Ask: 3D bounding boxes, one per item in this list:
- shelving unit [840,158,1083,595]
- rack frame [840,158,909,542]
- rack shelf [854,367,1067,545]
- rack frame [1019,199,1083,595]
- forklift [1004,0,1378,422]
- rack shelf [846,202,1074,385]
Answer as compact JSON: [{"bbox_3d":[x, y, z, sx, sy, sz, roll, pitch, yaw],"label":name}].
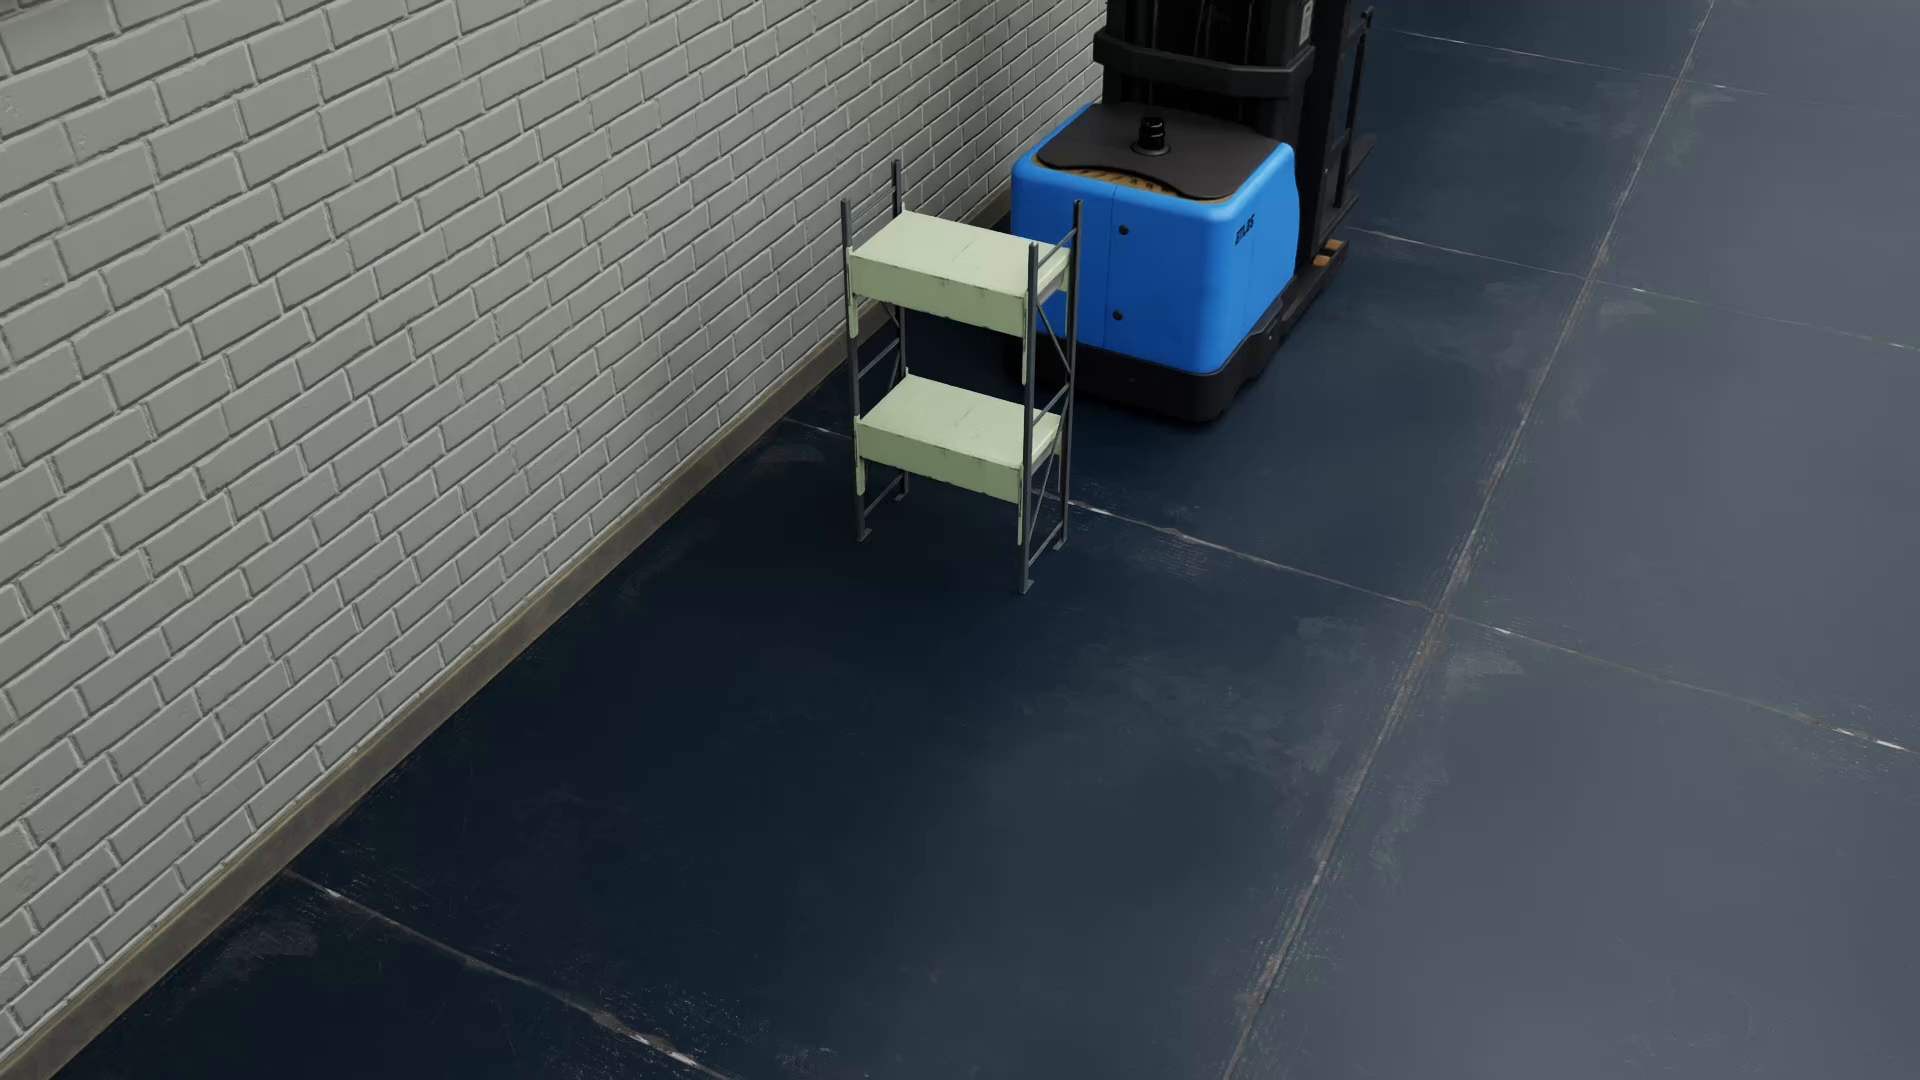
[{"bbox_3d":[0.006,-0.596,6.294,0.755,1.500,0.431,17,41,21],"label":"shelving unit"},{"bbox_3d":[-0.319,-0.697,6.428,0.023,1.500,0.400,17,41,21],"label":"rack frame"},{"bbox_3d":[0.006,-0.336,6.491,0.720,0.370,0.431,17,41,21],"label":"rack shelf"},{"bbox_3d":[0.331,-0.494,6.160,0.023,1.500,0.400,17,41,21],"label":"rack frame"},{"bbox_3d":[1.346,-2.563,7.703,1.130,2.935,3.031,18,41,22],"label":"forklift"},{"bbox_3d":[0.006,-0.906,6.058,0.720,0.370,0.431,17,41,21],"label":"rack shelf"}]
